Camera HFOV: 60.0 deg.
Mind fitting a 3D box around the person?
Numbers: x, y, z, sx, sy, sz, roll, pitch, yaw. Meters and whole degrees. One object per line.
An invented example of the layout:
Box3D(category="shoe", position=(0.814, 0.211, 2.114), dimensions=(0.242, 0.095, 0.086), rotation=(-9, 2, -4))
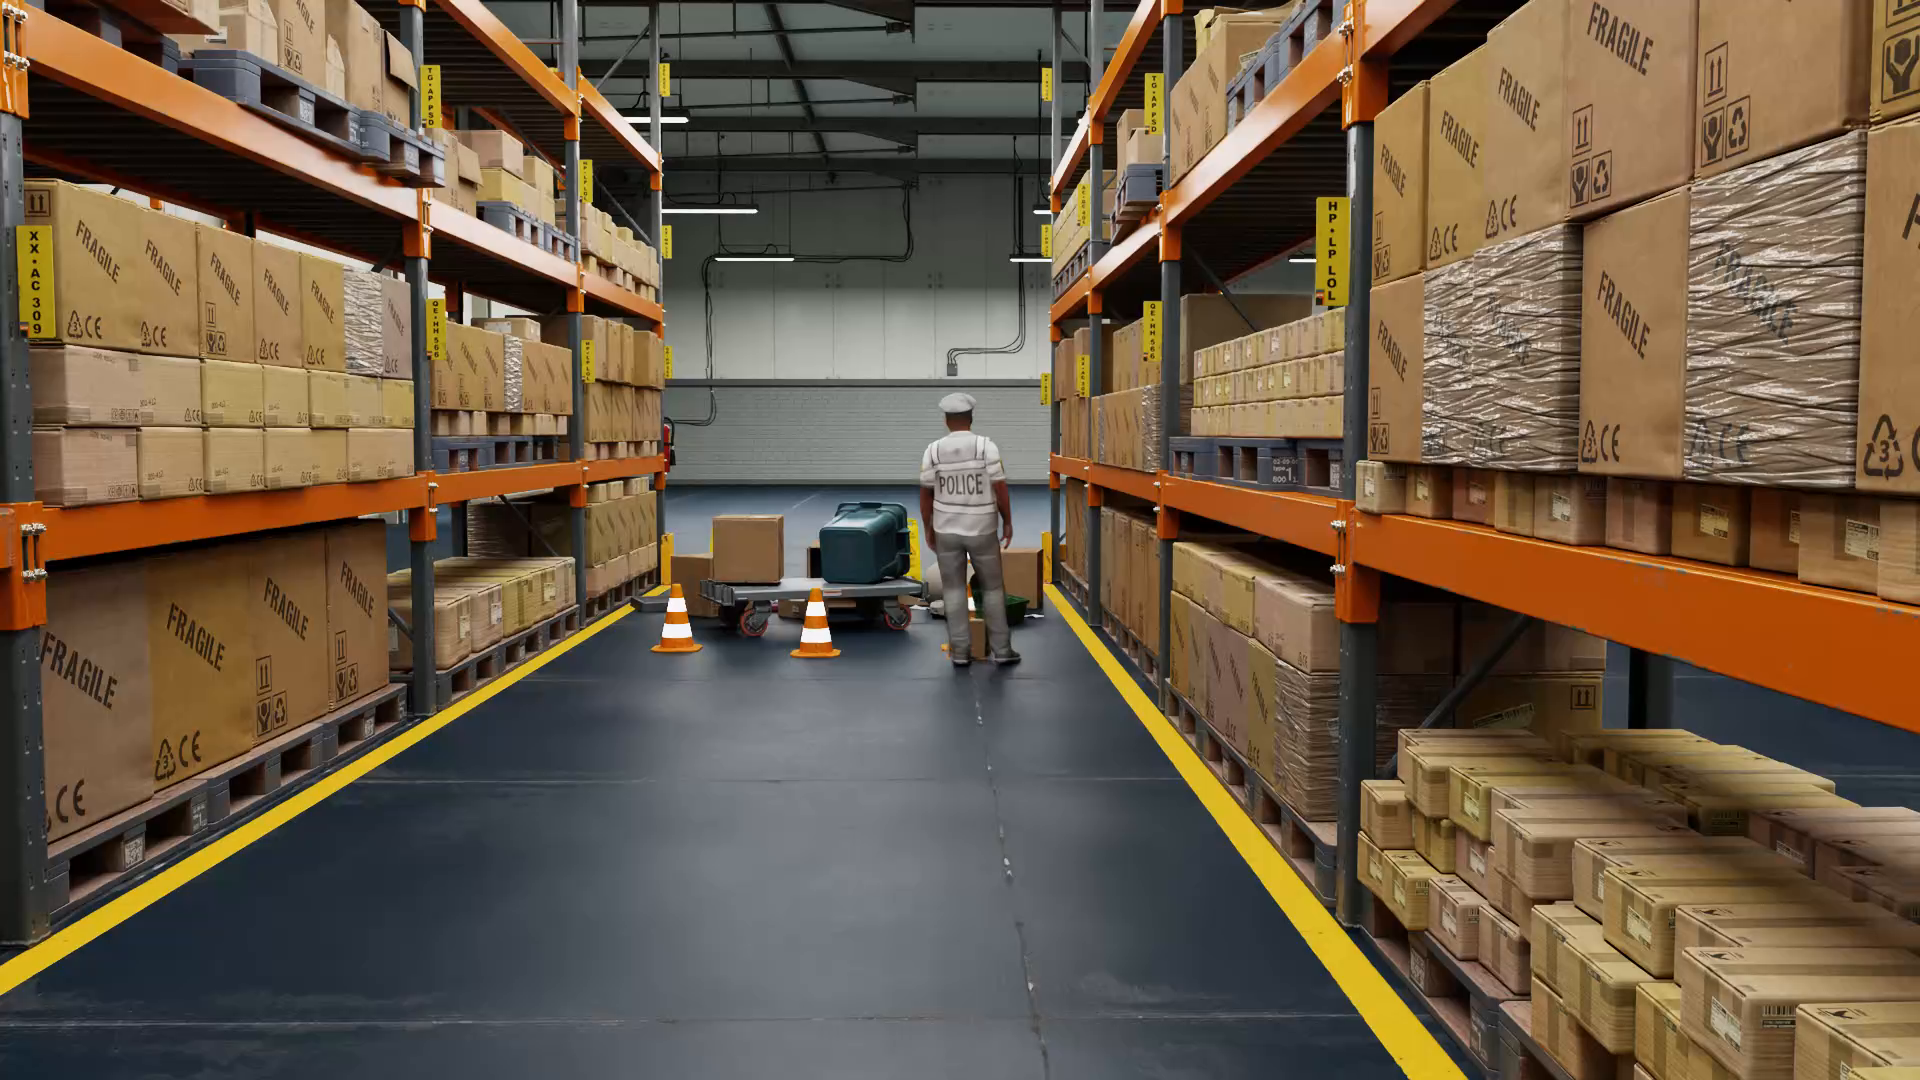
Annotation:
Box3D(category="person", position=(0.065, -0.075, 10.953), dimensions=(0.628, 1.782, 0.576), rotation=(1, 4, 11))
